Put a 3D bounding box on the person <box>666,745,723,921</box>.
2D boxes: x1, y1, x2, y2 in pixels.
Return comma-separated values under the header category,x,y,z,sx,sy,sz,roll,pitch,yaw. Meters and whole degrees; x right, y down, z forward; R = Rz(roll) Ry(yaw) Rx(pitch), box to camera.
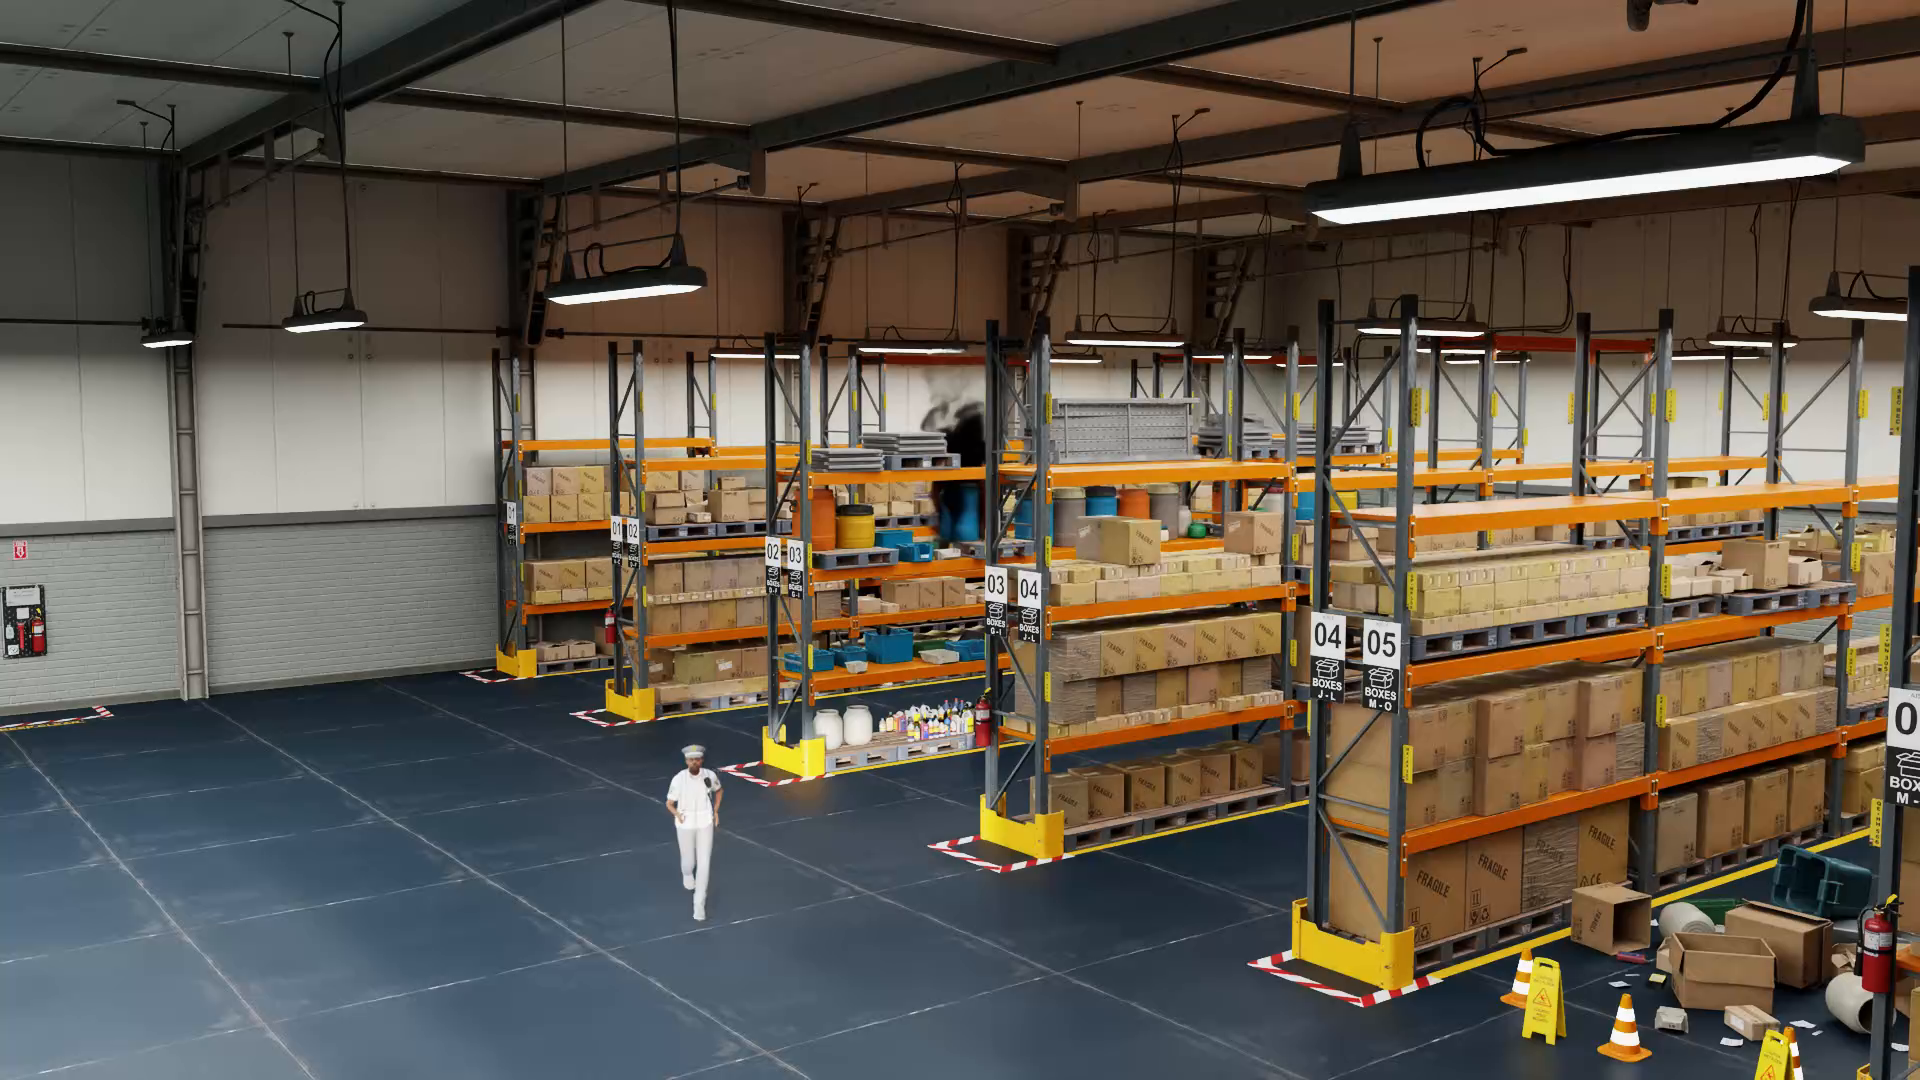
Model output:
category,x,y,z,sx,sy,sz,roll,pitch,yaw
person,-2.654,2.873,16.685,0.579,1.700,0.859,-1,5,-12
